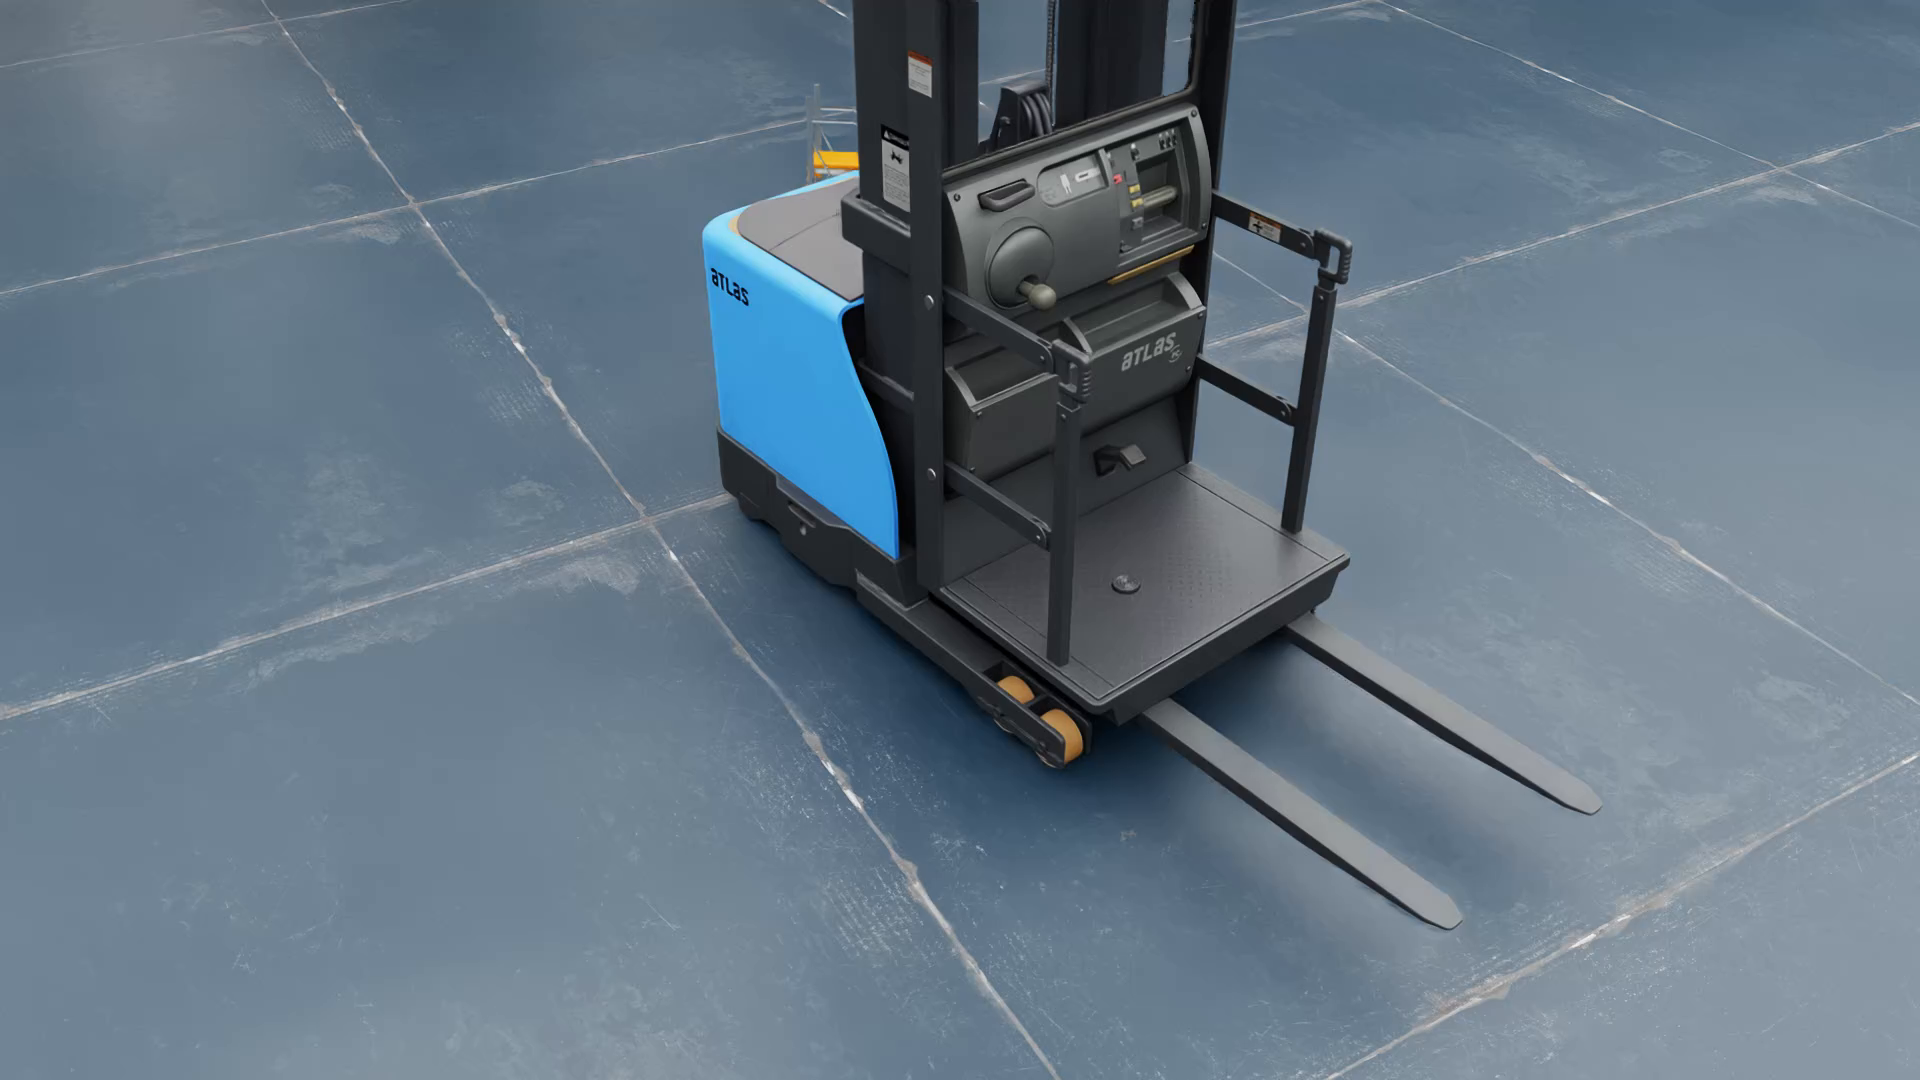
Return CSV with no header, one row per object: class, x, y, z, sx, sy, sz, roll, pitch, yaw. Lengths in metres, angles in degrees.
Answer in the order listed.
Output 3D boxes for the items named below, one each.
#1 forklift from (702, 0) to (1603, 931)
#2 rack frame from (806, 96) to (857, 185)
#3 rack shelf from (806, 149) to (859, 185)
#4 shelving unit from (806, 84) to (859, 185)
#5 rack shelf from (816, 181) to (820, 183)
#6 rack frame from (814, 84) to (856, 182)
forklift,0.483,-0.860,4.443,1.130,2.935,3.031,-26,44,-31
rack frame,-0.426,-1.016,6.089,0.240,1.200,0.006,3,28,4
rack shelf,-0.415,-1.338,6.021,0.258,0.103,0.180,3,28,4
shelving unit,-0.419,-1.059,6.170,0.258,1.200,0.189,3,28,4
rack shelf,-0.416,-1.232,6.077,0.258,0.103,0.180,3,28,4
rack frame,-0.411,-1.102,6.250,0.240,1.200,0.006,3,28,4
